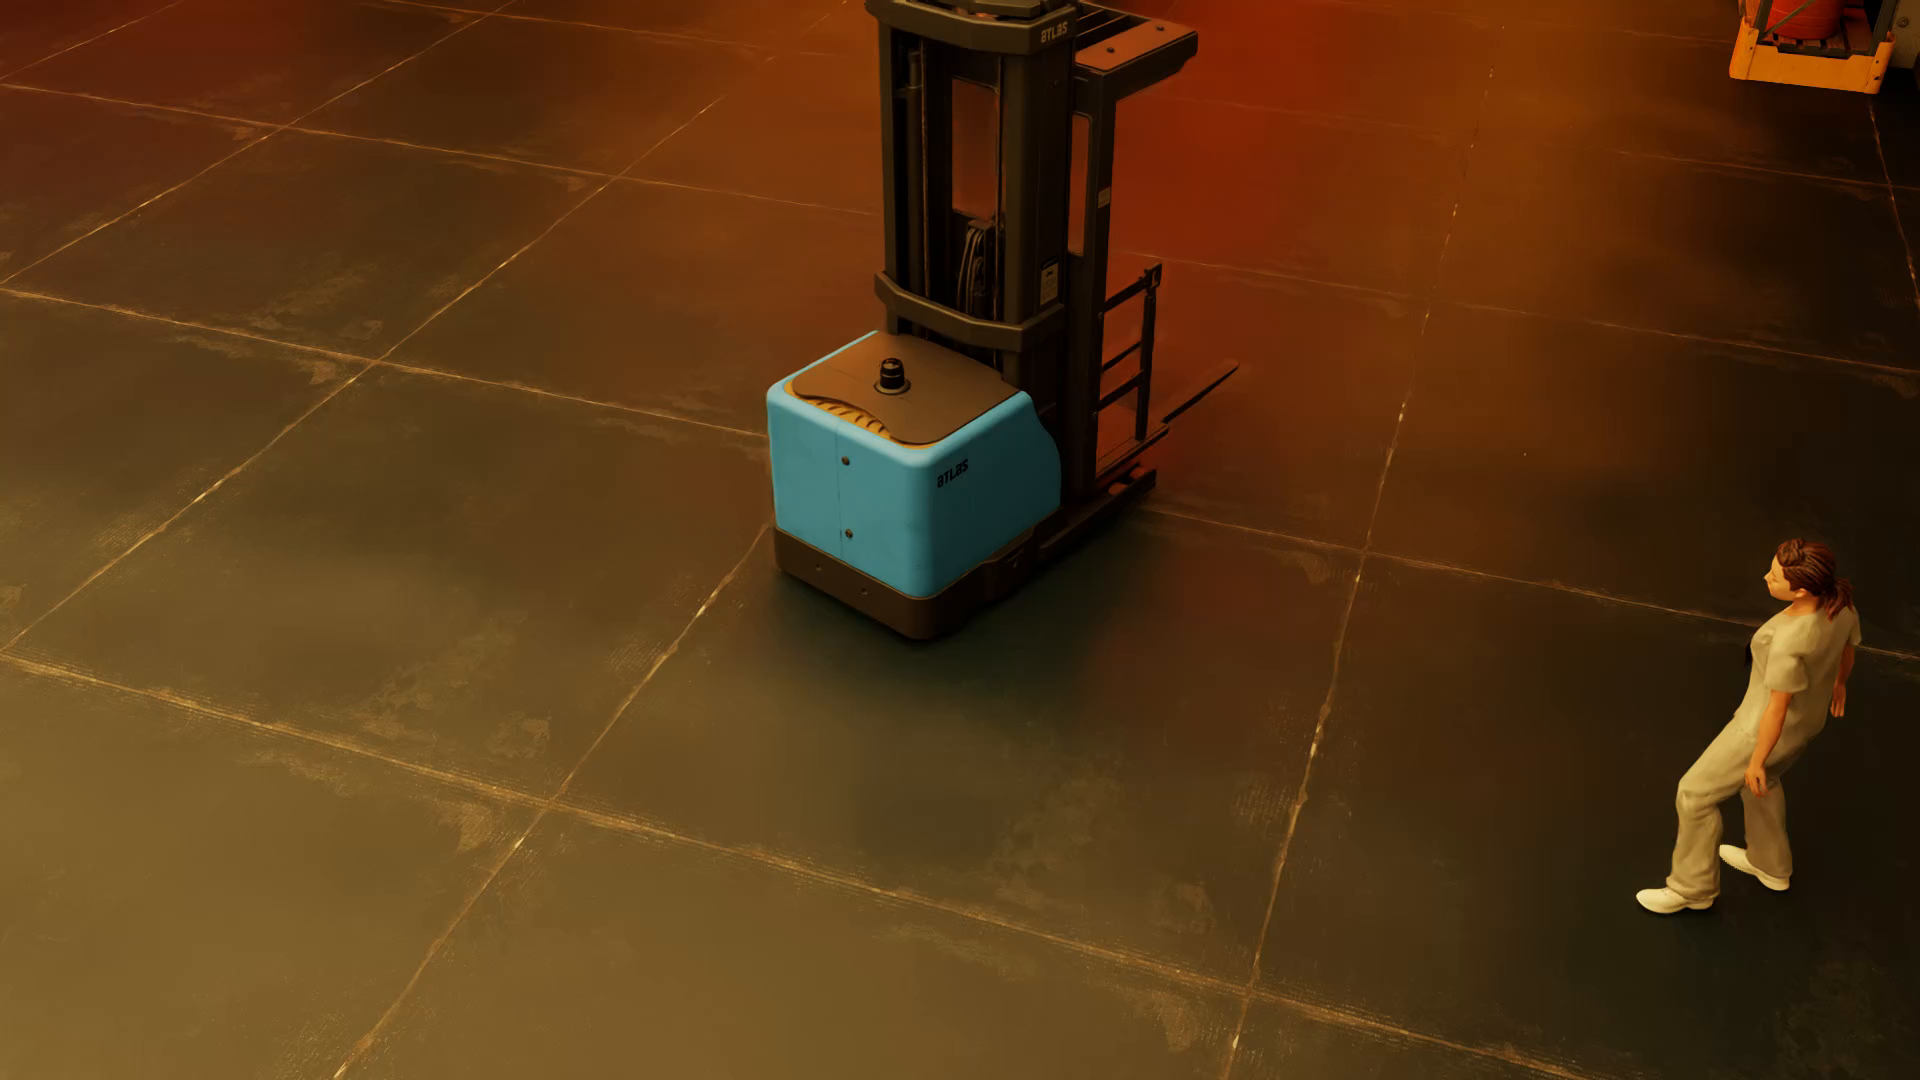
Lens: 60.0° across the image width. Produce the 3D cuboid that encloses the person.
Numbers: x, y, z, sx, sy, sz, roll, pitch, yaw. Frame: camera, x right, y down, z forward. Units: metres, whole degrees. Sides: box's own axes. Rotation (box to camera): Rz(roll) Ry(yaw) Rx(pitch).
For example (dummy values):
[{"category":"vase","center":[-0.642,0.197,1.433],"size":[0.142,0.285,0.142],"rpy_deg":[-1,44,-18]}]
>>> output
[{"category":"person","center":[3.072,0.714,6.248],"size":[0.794,1.643,0.403],"rpy_deg":[-25,42,-30]}]

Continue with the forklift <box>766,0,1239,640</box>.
[{"category":"forklift","center":[0.404,-1.505,8.234],"size":[1.130,2.935,3.031],"rpy_deg":[26,43,32]}]
